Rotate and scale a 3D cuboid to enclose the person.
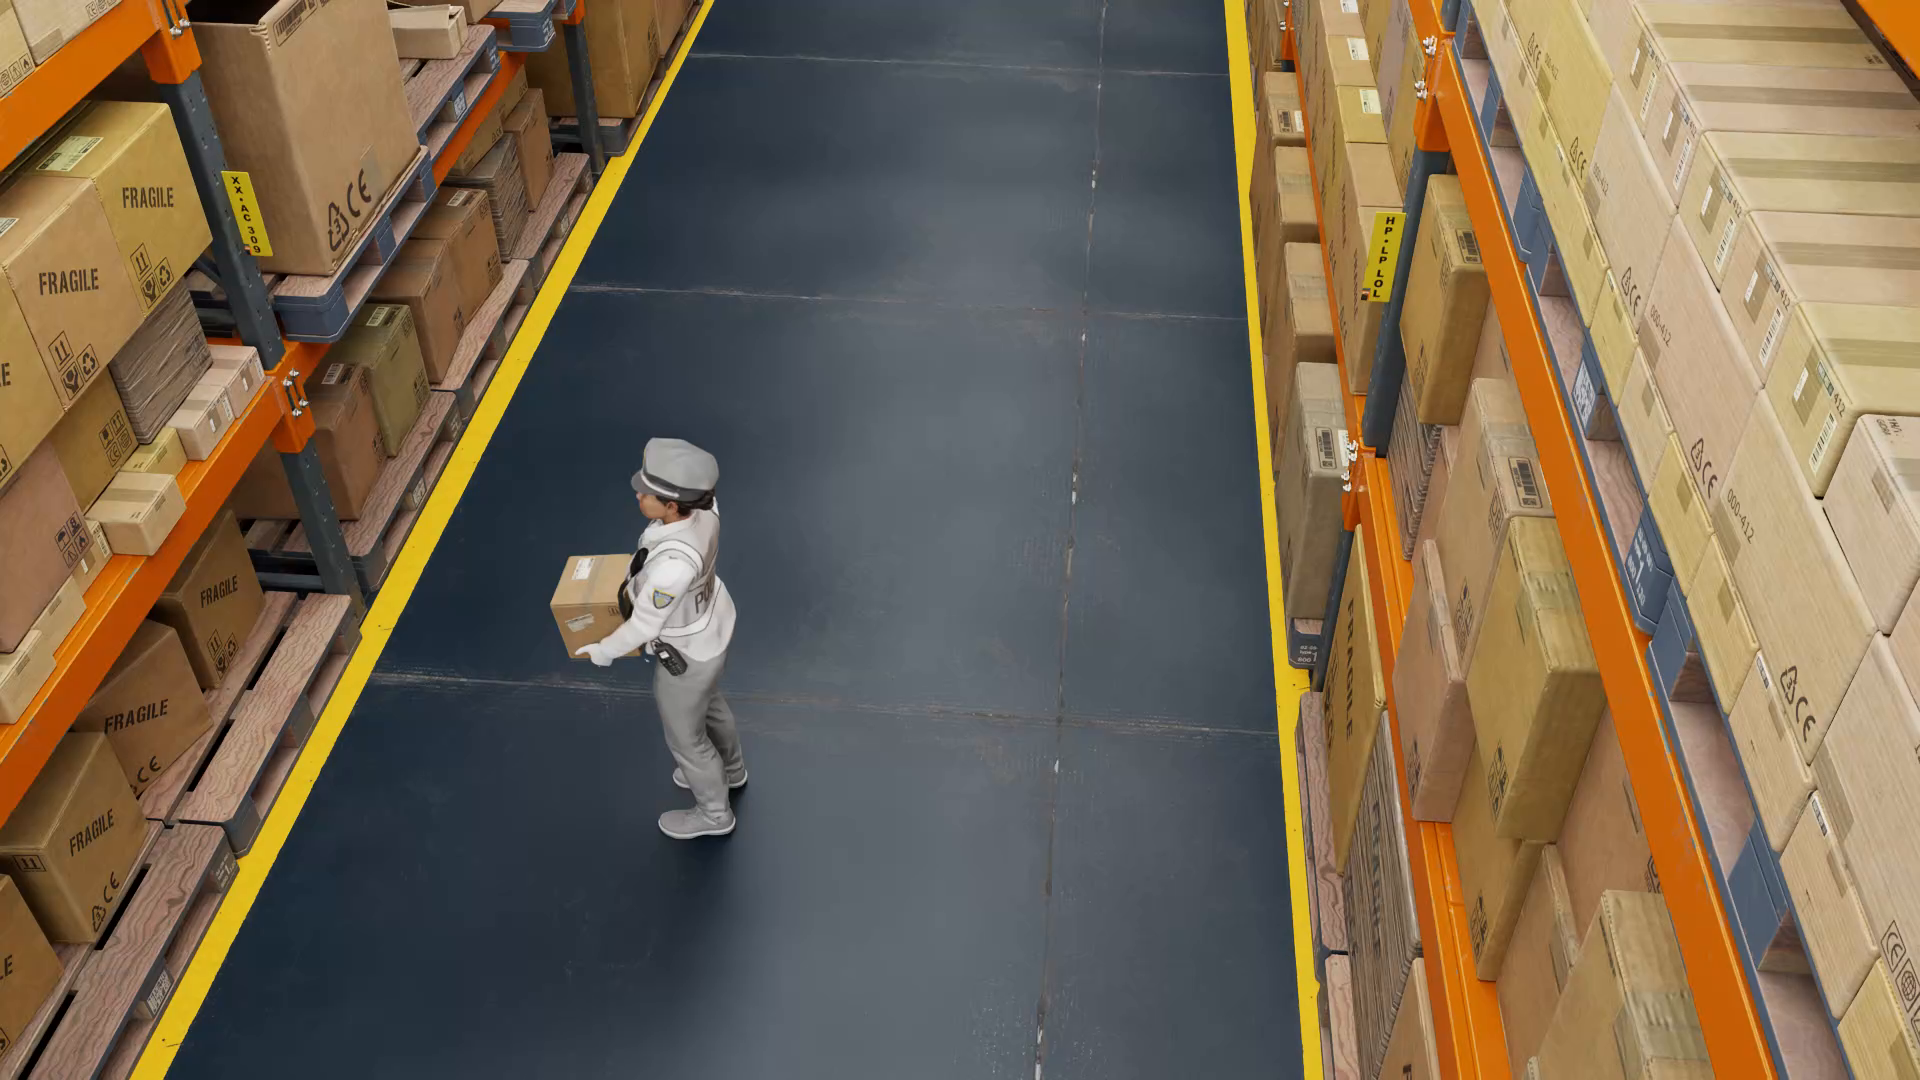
[{"bbox_3d":[-1.024,0.347,5.731,0.530,1.691,0.447,3,40,4],"label":"person"}]
